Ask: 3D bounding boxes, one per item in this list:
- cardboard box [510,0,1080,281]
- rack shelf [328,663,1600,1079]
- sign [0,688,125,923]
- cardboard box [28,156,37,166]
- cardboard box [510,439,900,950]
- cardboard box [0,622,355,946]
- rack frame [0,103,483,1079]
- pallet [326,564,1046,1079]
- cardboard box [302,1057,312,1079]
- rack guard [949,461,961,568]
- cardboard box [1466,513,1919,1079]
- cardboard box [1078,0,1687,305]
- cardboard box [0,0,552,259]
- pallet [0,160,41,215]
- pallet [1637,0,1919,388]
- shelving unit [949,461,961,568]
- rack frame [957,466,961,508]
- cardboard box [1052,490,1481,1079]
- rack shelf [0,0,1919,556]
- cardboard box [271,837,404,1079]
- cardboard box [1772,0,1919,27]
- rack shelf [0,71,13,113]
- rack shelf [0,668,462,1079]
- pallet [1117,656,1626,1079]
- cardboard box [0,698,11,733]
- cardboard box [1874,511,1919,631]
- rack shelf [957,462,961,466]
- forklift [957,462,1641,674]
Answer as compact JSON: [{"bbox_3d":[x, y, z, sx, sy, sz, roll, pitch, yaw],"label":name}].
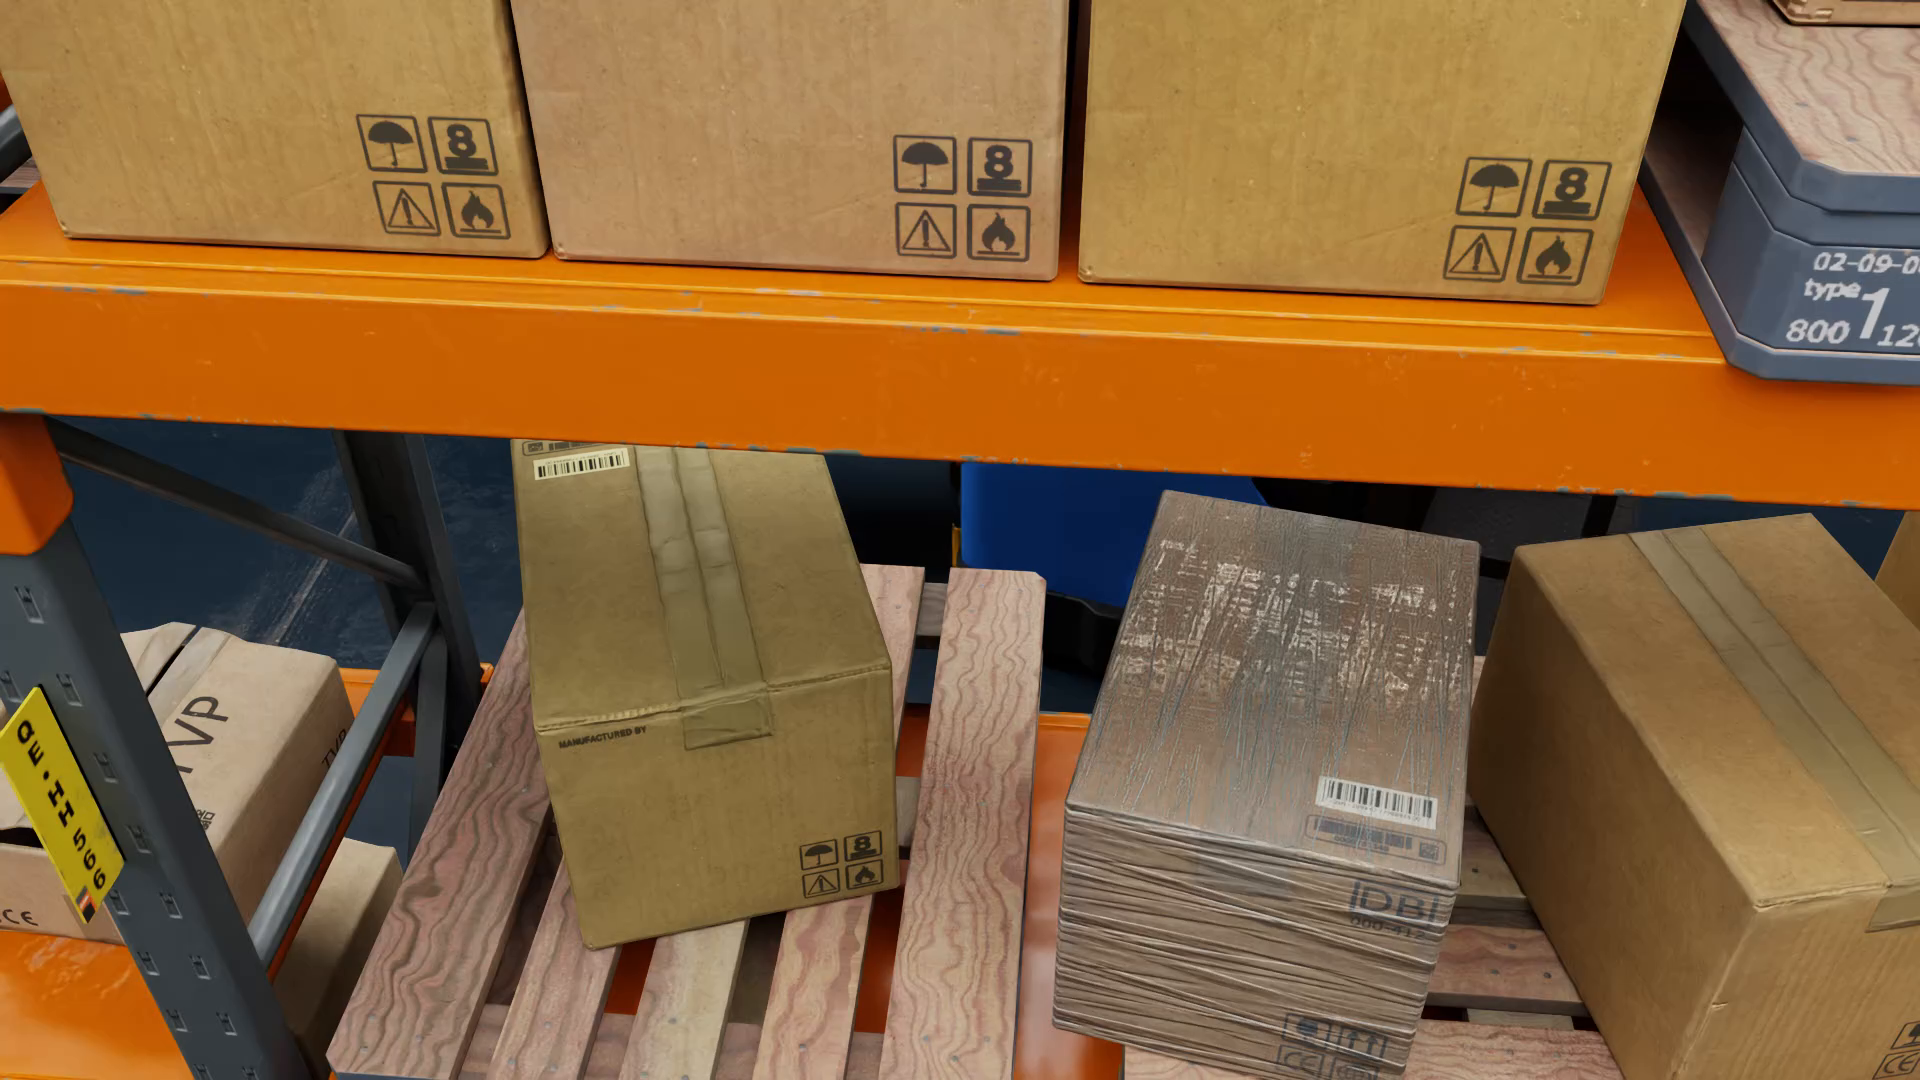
[{"bbox_3d":[-0.116,-0.740,1.828,0.500,0.500,0.910,3,39,4],"label":"cardboard box"},{"bbox_3d":[0.931,0.819,2.937,4.000,0.370,1.077,3,39,4],"label":"rack shelf"},{"bbox_3d":[-1.106,0.332,2.049,0.005,0.325,0.100,3,39,4],"label":"sign"},{"bbox_3d":[-3.888,-2.074,7.553,0.500,0.500,0.700,4,39,5],"label":"cardboard box"},{"bbox_3d":[-0.424,0.193,2.725,0.500,0.500,0.700,-9,40,-11],"label":"cardboard box"},{"bbox_3d":[-1.420,0.419,2.930,0.500,0.311,0.500,5,39,7],"label":"cardboard box"},{"bbox_3d":[-1.061,0.431,2.844,0.127,3.000,1.000,3,39,4],"label":"rack frame"},{"bbox_3d":[-0.380,0.499,2.913,1.003,0.211,1.213,3,39,4],"label":"pallet"},{"bbox_3d":[-1.605,1.244,3.247,0.500,0.311,0.500,4,39,5],"label":"cardboard box"},{"bbox_3d":[0.012,-0.123,5.703,0.087,0.250,0.587,-1,39,-1],"label":"rack guard"},{"bbox_3d":[1.158,0.390,2.483,0.500,0.500,0.700,-6,40,-8],"label":"cardboard box"},{"bbox_3d":[0.402,-0.712,1.793,0.500,0.500,0.910,3,39,4],"label":"cardboard box"},{"bbox_3d":[-0.624,-0.768,1.862,0.500,0.500,0.910,3,39,4],"label":"cardboard box"},{"bbox_3d":[-3.847,-1.779,7.769,1.213,0.211,1.003,3,39,4],"label":"pallet"},{"bbox_3d":[1.246,-0.575,1.853,1.003,0.211,1.213,3,39,4],"label":"pallet"},{"bbox_3d":[-0.486,-0.600,5.299,1.083,1.500,0.587,-1,39,-1],"label":"shelving unit"},{"bbox_3d":[0.013,-0.608,5.309,0.032,1.500,0.500,-1,39,-1],"label":"rack frame"},{"bbox_3d":[0.470,0.363,2.516,0.500,0.500,0.700,10,40,12],"label":"cardboard box"},{"bbox_3d":[0.931,-0.344,1.990,4.000,0.370,1.077,3,39,4],"label":"rack shelf"},{"bbox_3d":[-1.558,0.904,3.664,0.500,0.311,0.500,4,39,5],"label":"cardboard box"},{"bbox_3d":[1.099,-0.899,1.611,0.600,0.600,0.600,2,39,2],"label":"cardboard box"},{"bbox_3d":[-3.054,-0.562,2.258,4.000,0.370,1.077,3,39,4],"label":"rack shelf"},{"bbox_3d":[-3.054,0.601,3.205,4.000,0.370,1.077,3,39,4],"label":"rack shelf"},{"bbox_3d":[0.876,0.609,2.778,1.213,0.211,1.003,3,39,4],"label":"pallet"},{"bbox_3d":[-1.936,0.295,3.081,0.500,0.311,0.500,3,39,3],"label":"cardboard box"},{"bbox_3d":[1.780,0.284,2.614,0.500,0.500,0.700,9,40,11],"label":"cardboard box"},{"bbox_3d":[-0.495,-0.460,5.412,1.000,0.185,0.538,-1,39,-1],"label":"rack shelf"},{"bbox_3d":[1.562,-0.787,4.395,3.031,2.935,1.130,13,41,15],"label":"forklift"}]
